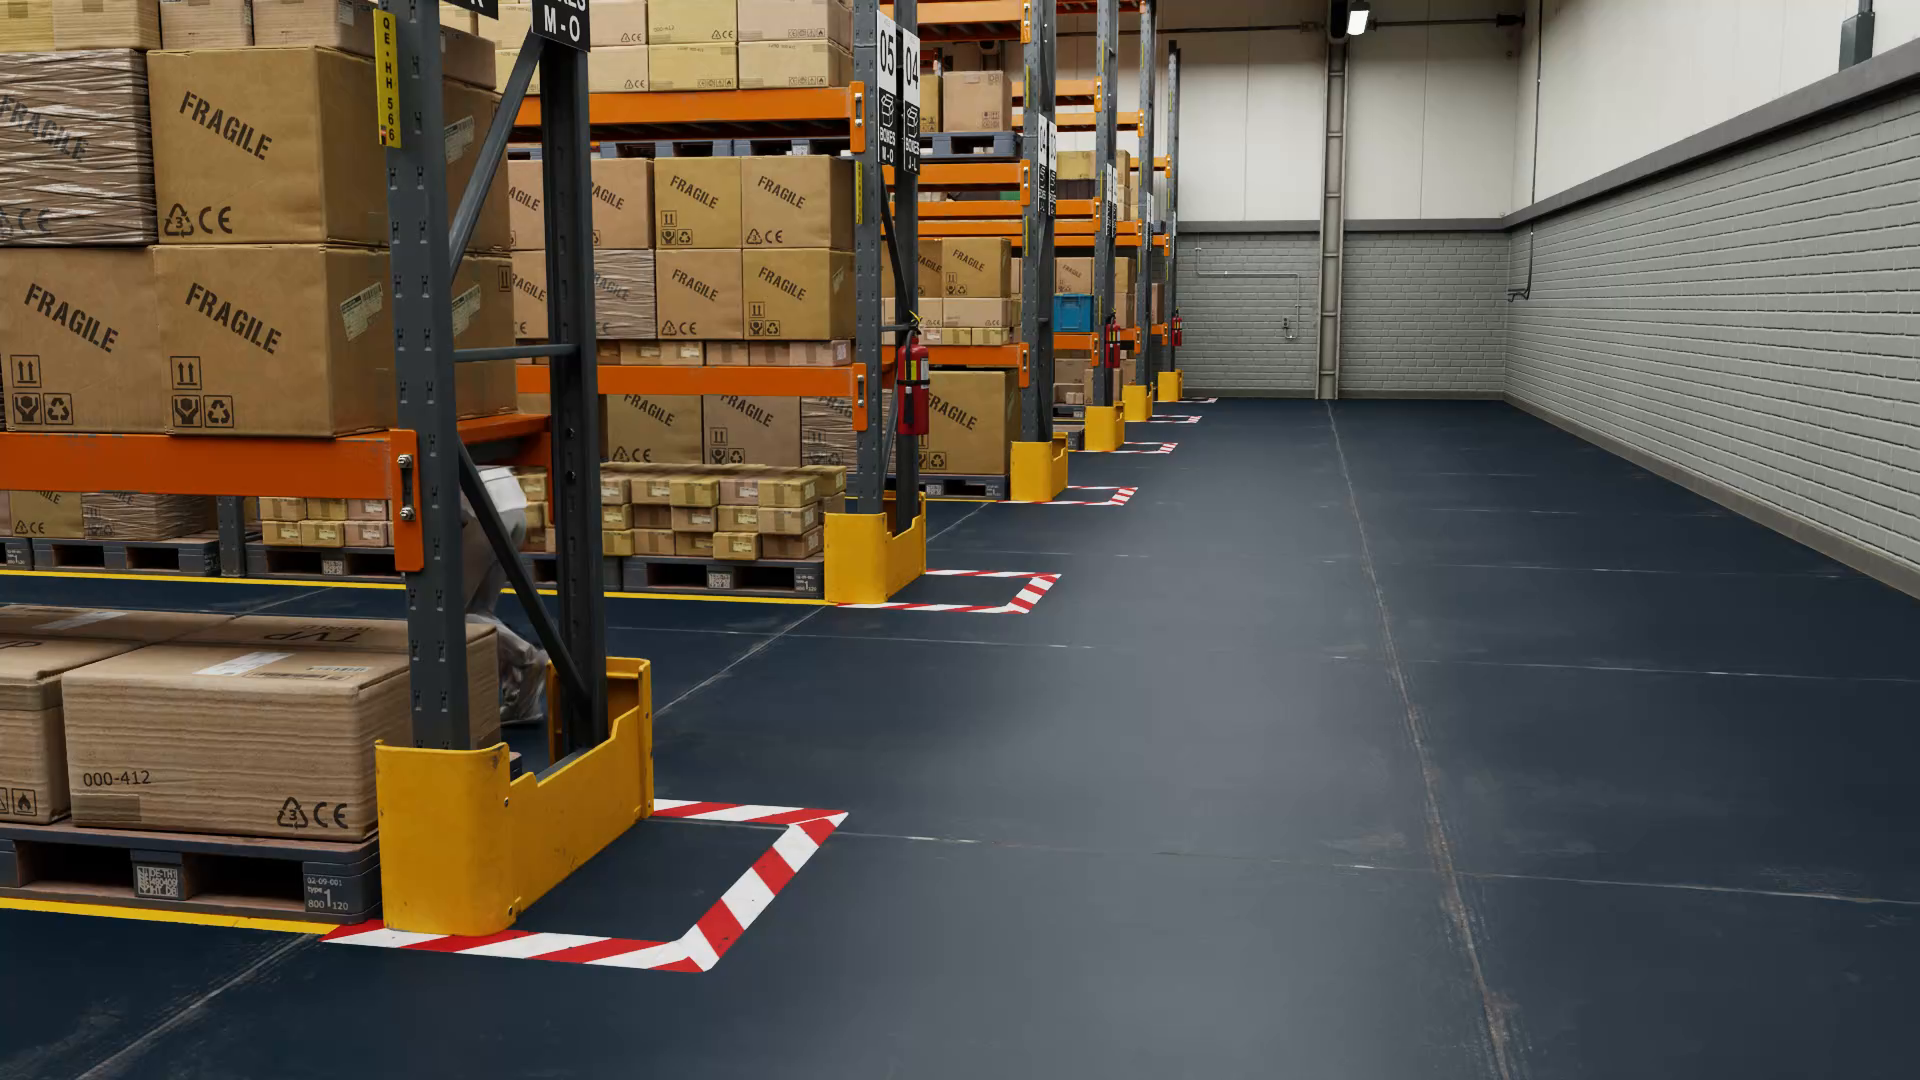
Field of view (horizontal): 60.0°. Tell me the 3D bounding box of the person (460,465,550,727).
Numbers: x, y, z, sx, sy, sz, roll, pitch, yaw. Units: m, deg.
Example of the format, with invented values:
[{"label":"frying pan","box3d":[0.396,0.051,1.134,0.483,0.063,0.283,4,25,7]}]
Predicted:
[{"label":"person","box3d":[-1.847,-0.053,6.505,0.667,1.589,0.640,2,8,14]}]
